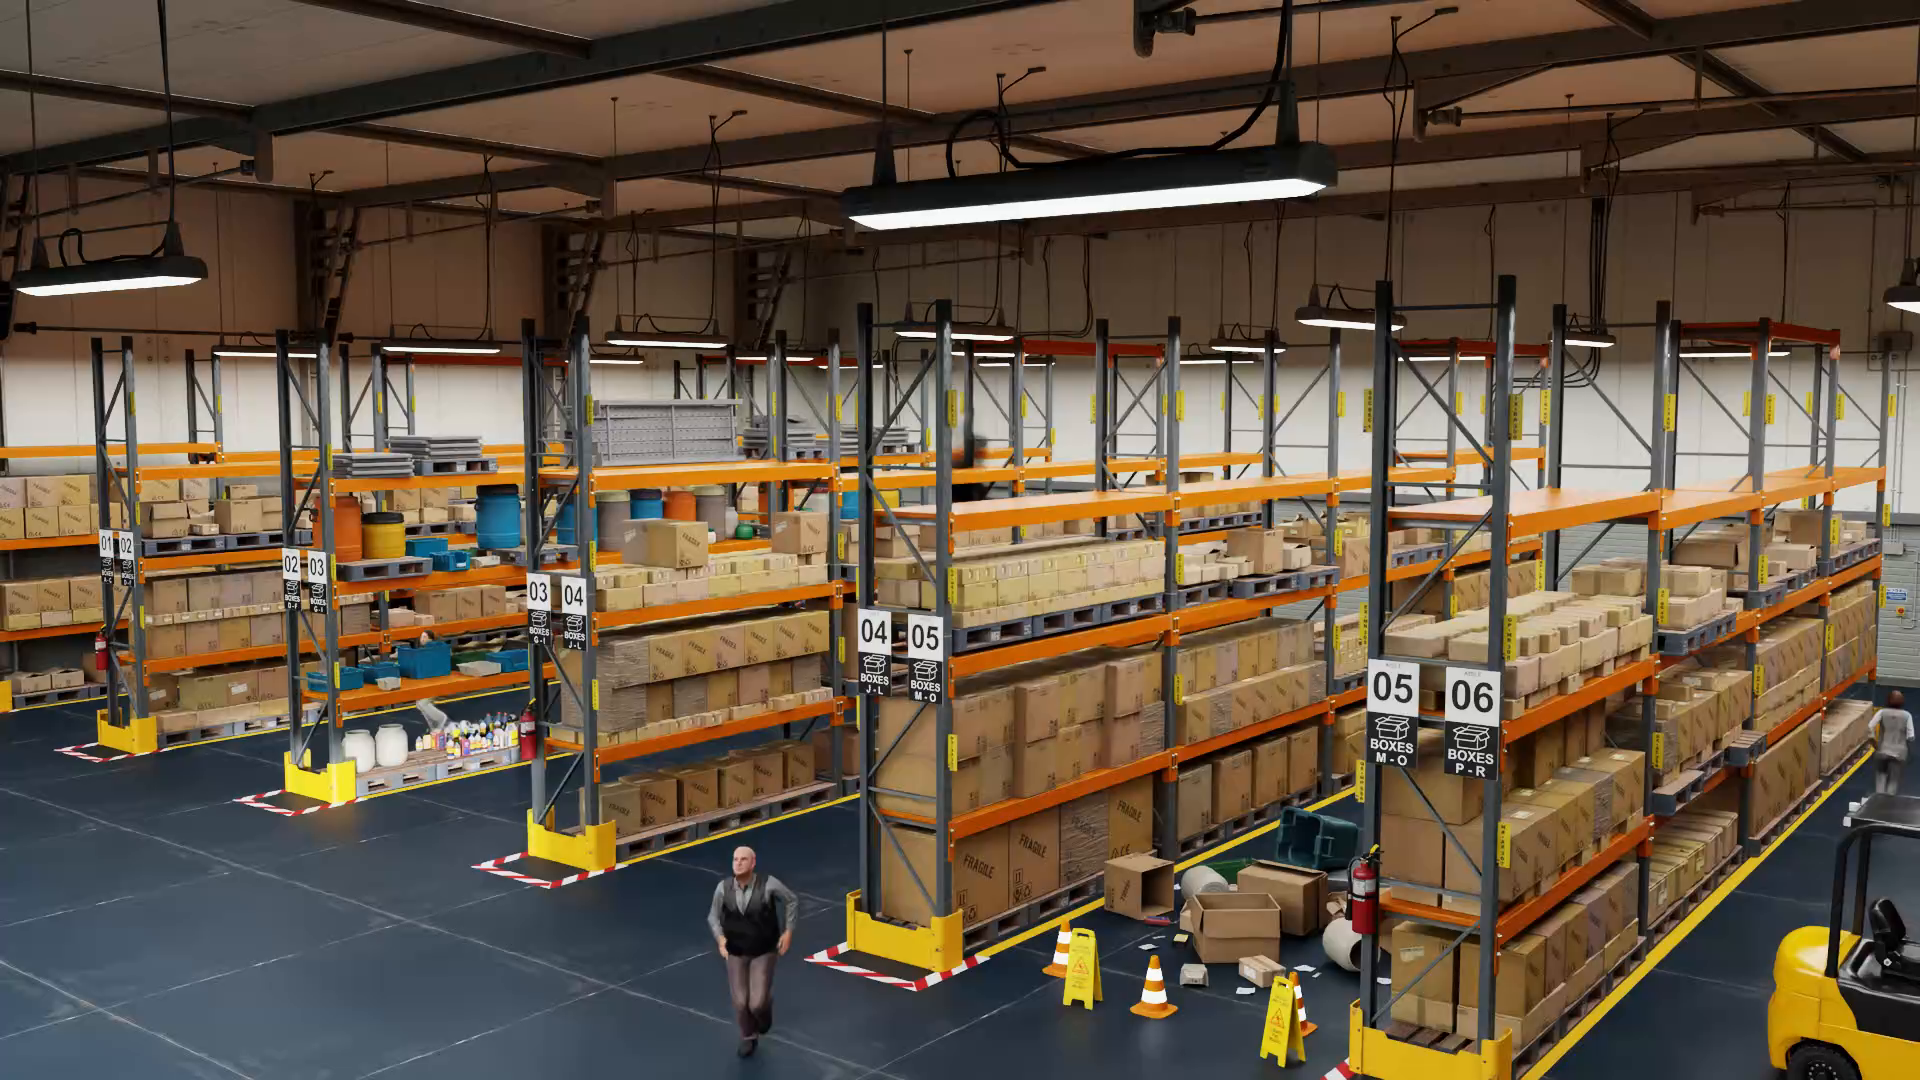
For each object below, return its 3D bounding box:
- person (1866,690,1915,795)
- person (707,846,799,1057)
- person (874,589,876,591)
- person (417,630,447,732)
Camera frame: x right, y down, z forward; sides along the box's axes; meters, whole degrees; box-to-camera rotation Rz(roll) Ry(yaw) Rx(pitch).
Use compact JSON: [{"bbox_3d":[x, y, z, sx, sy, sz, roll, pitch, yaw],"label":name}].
[{"bbox_3d":[11.342,2.608,20.273,0.509,1.578,0.639,4,6,35],"label":"person"},{"bbox_3d":[-1.627,3.211,12.918,0.685,1.683,0.635,1,5,8],"label":"person"},{"bbox_3d":[-1.690,1.258,34.996,0.674,1.732,0.619,2,5,24],"label":"person"},{"bbox_3d":[-8.037,2.175,25.068,0.539,1.605,0.541,3,6,35],"label":"person"}]
